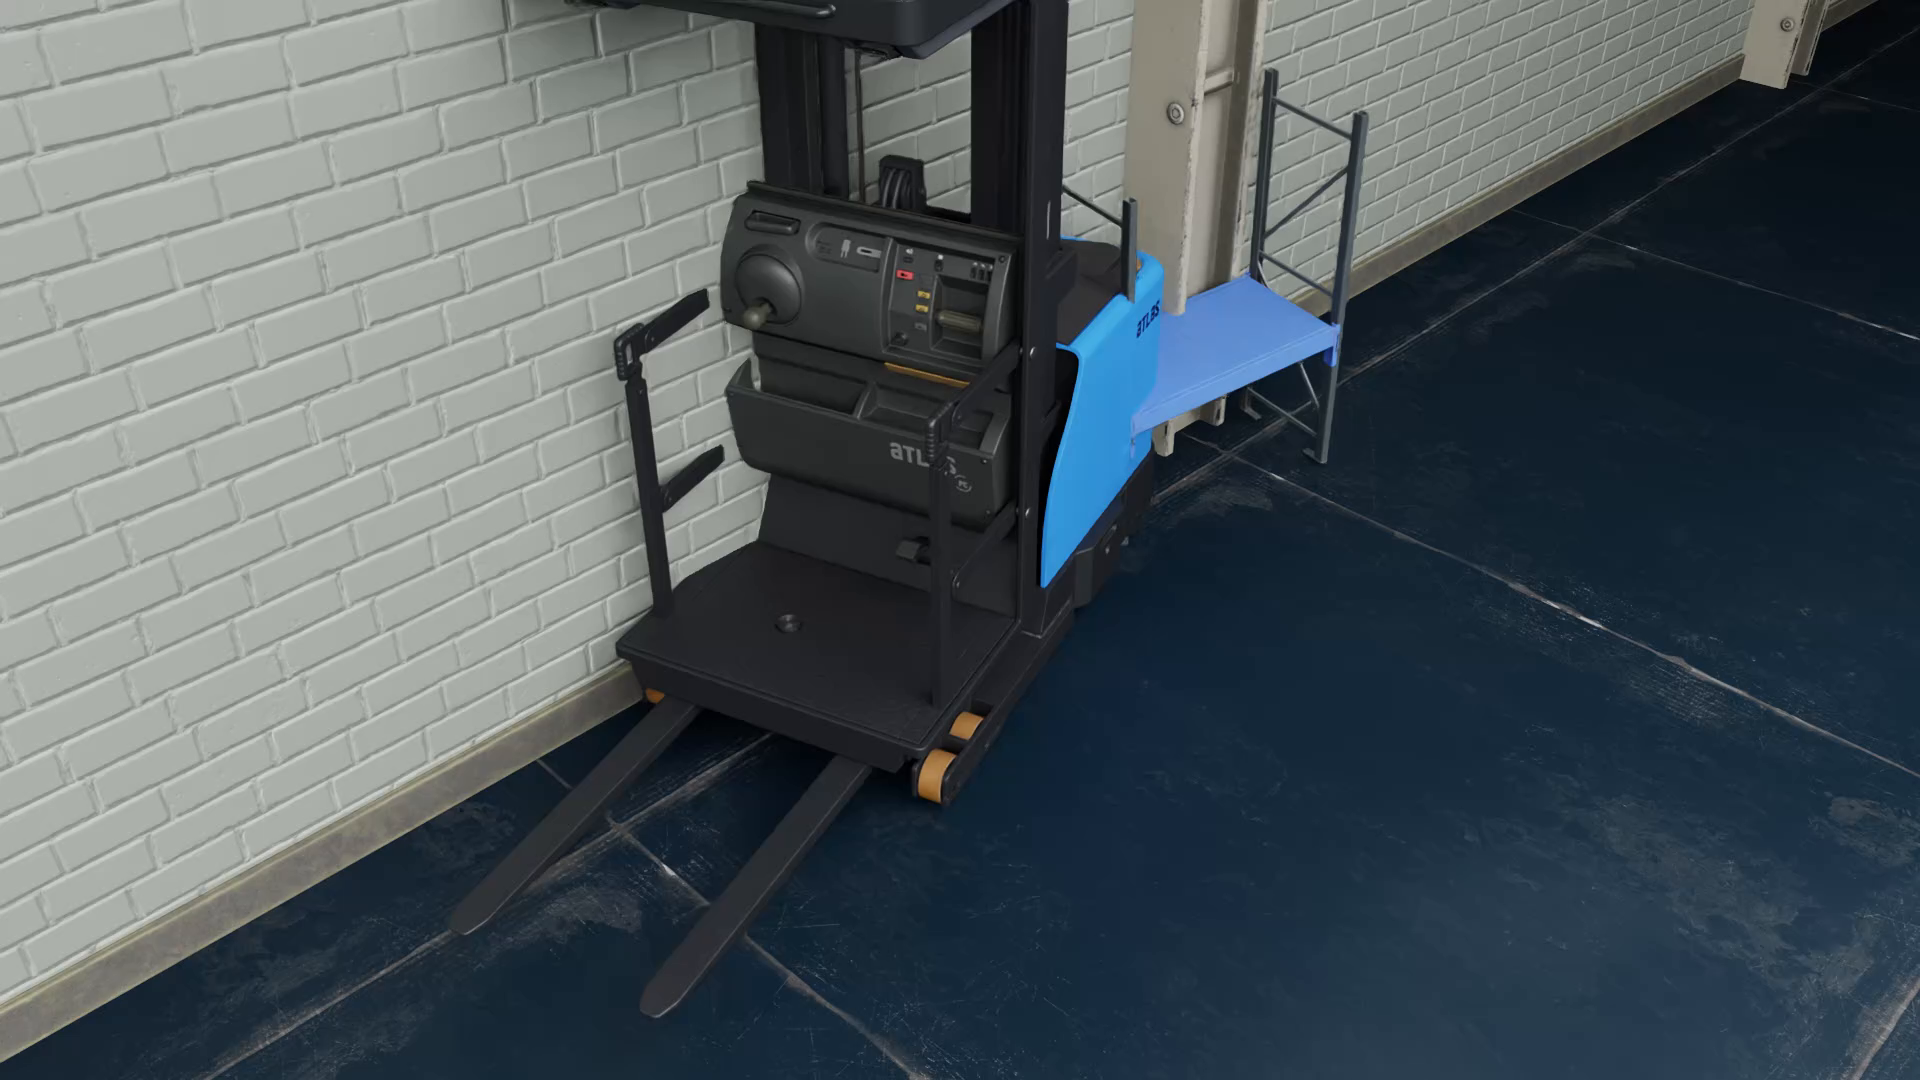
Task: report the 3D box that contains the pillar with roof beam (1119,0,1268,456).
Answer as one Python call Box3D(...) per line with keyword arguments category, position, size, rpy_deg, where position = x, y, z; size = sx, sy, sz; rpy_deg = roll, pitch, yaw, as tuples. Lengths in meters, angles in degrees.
Box3D(category="pillar with roof beam", position=(3.915, -2.435, 1.874), size=(9.100, 9.000, 0.400), rpy_deg=(30, 45, 35))

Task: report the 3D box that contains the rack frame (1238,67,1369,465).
Box3D(category="rack frame", position=(1.294, -1.014, 6.376), size=(0.032, 1.500, 0.500), rpy_deg=(-25, 44, -24))

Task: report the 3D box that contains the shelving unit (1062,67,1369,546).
Box3D(category="shelving unit", position=(0.872, -0.821, 6.168), size=(1.048, 1.500, 0.538), rpy_deg=(-25, 44, -24))

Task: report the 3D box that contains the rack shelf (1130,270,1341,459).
Box3D(category="rack shelf", position=(0.879, -0.682, 6.282), size=(1.000, 0.185, 0.538), rpy_deg=(-25, 44, -24))

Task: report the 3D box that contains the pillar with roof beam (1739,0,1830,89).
Box3D(category="pillar with roof beam", position=(8.143, -4.870, 5.367), size=(9.100, 9.000, 0.400), rpy_deg=(30, 45, 35))

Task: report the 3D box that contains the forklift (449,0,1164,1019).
Box3D(category="forklift", position=(-0.380, -0.686, 4.671), size=(1.130, 2.935, 3.031), rpy_deg=(16, 38, 21))

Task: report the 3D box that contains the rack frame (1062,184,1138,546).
Box3D(category="rack frame", position=(0.450, -0.627, 5.960), size=(0.032, 1.500, 0.500), rpy_deg=(-25, 44, -24))
